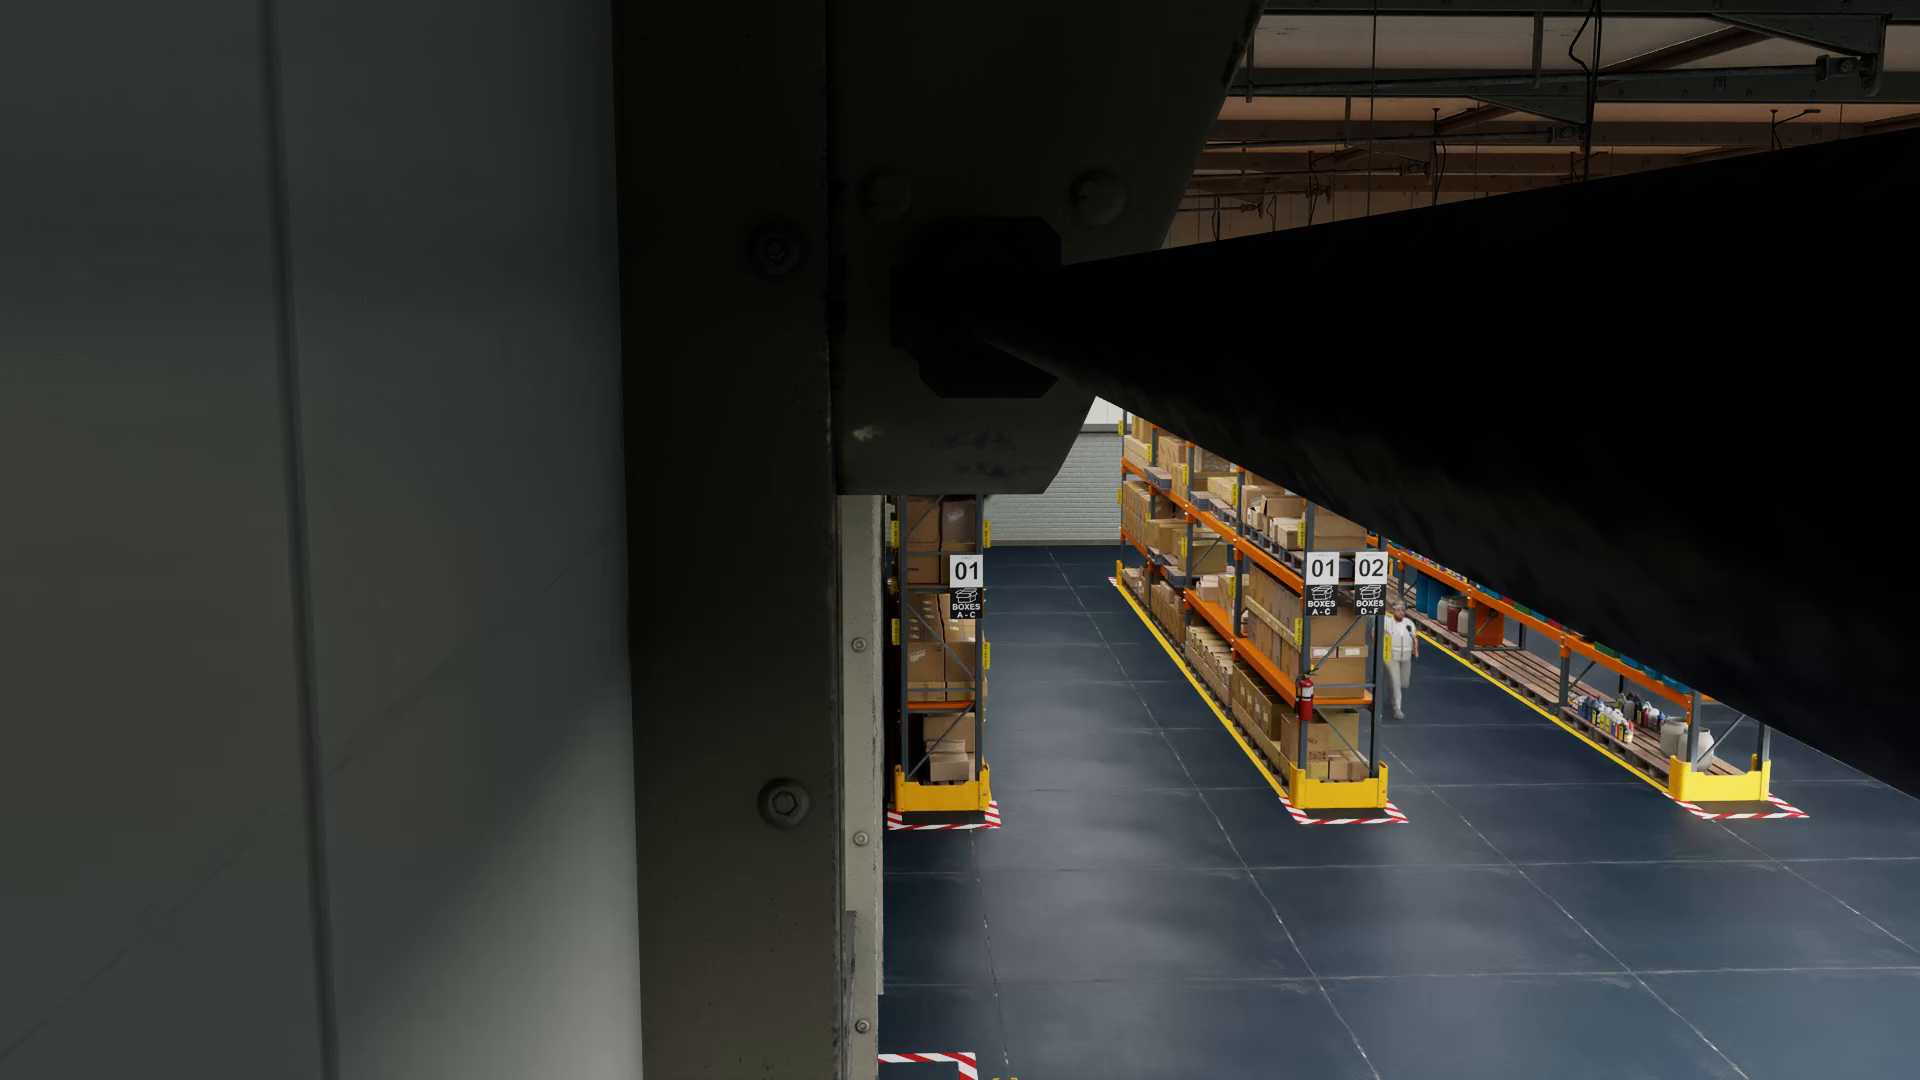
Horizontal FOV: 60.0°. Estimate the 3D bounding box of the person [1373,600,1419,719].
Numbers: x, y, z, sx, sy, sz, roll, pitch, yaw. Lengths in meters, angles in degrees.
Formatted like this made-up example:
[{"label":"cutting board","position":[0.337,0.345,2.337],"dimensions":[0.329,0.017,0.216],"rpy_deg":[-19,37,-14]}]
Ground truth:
[{"label":"person","position":[6.613,1.771,25.240],"dimensions":[0.663,1.764,0.763],"rpy_deg":[-1,8,-5]}]
